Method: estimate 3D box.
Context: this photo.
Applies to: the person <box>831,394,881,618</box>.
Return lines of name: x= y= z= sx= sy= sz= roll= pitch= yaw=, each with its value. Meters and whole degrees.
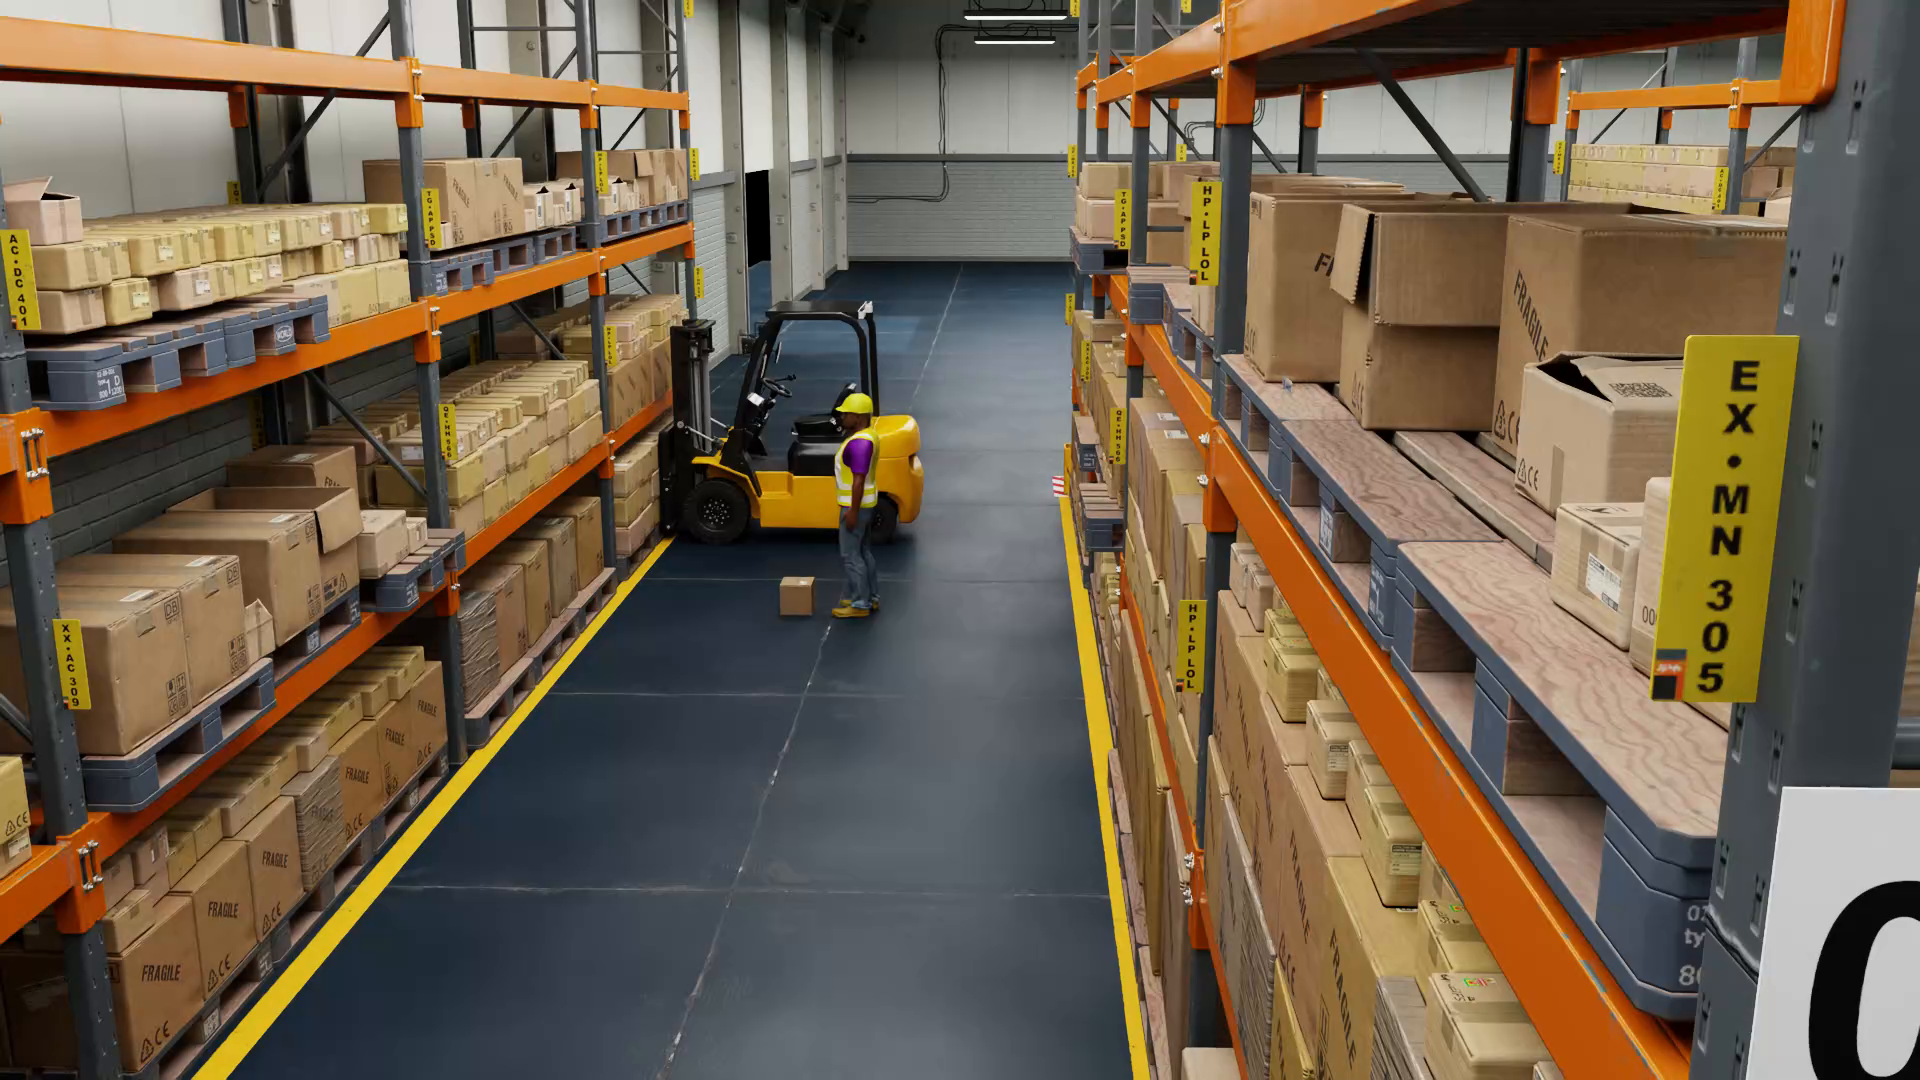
person: x=-0.823 y=-0.277 z=13.084 sx=0.381 sy=1.761 sz=0.564 roll=1 pitch=14 yaw=3
